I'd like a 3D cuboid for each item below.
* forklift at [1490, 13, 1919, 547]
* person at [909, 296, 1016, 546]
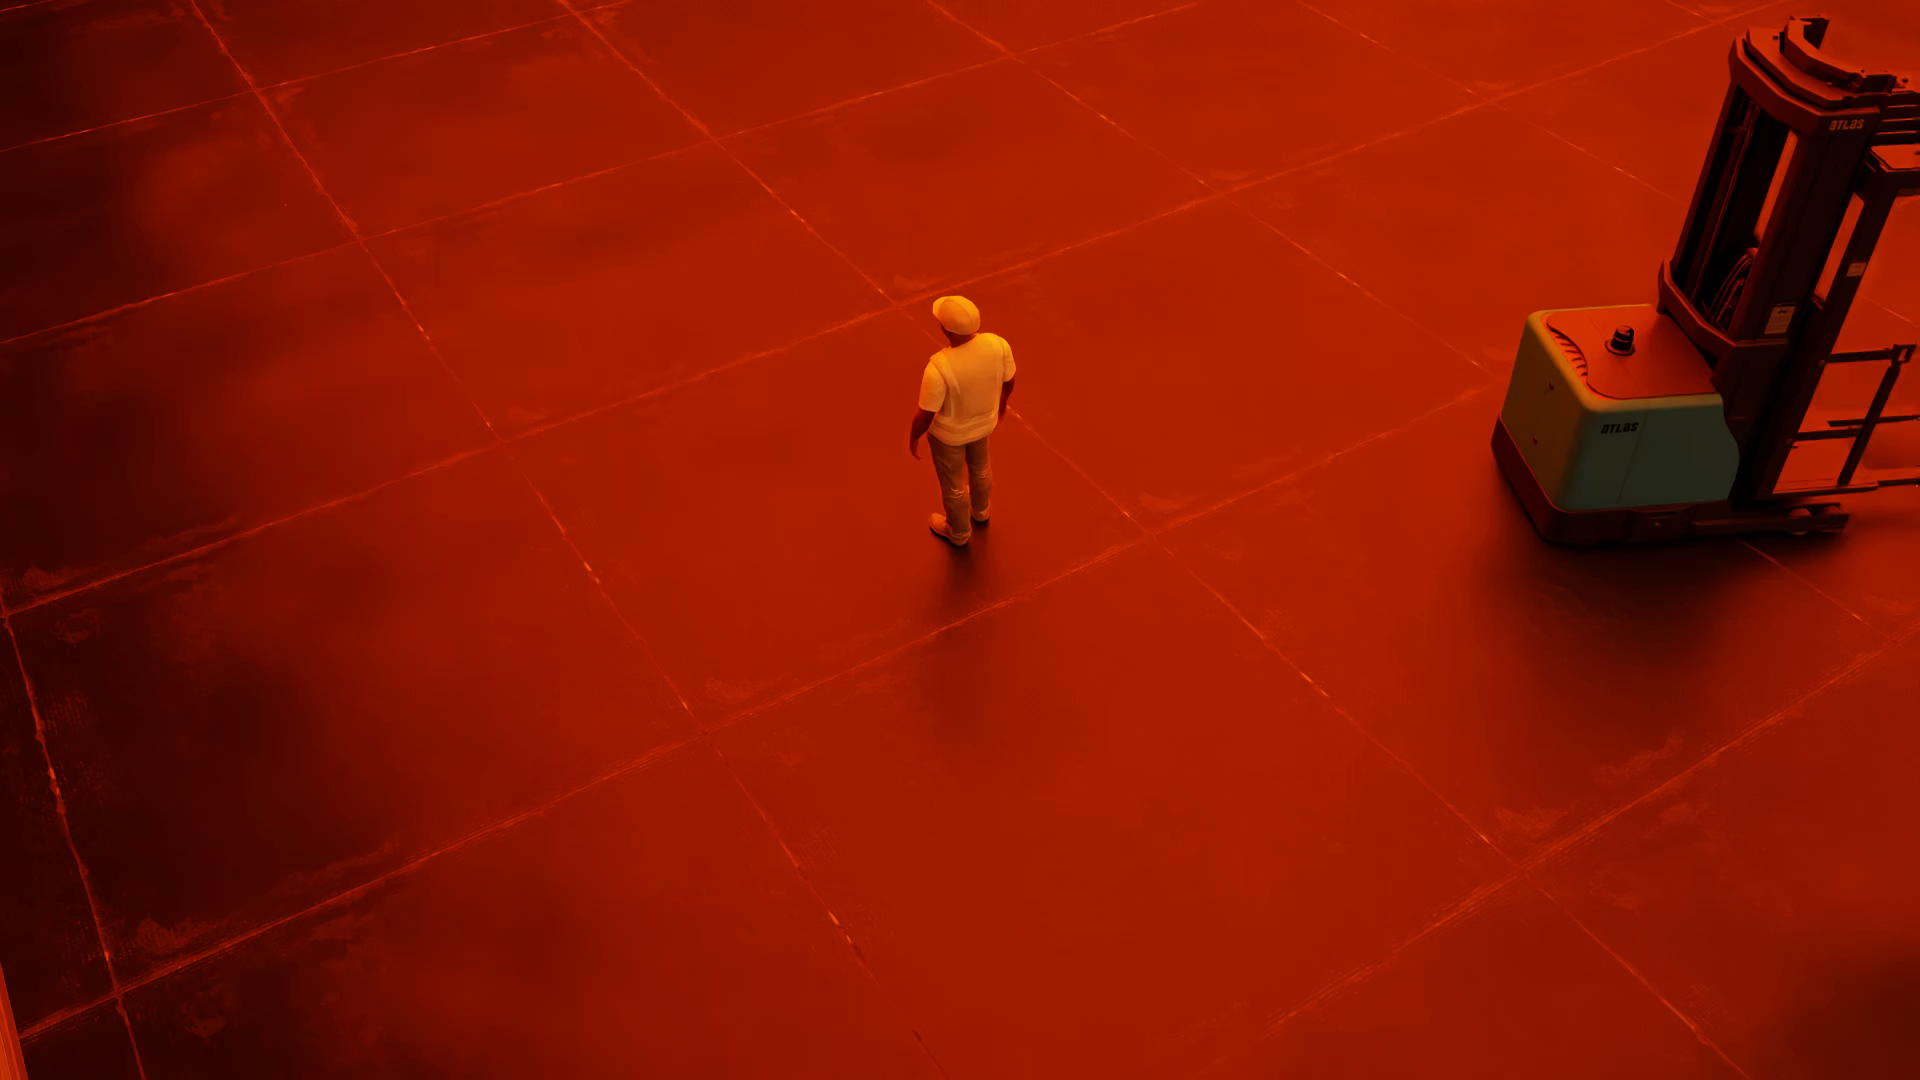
[{"bbox_3d":[4.960,-1.477,9.561,3.031,2.935,1.130,-4,41,-5],"label":"forklift"},{"bbox_3d":[-0.032,-0.711,9.559,0.665,1.765,0.577,-23,46,-24],"label":"person"}]
